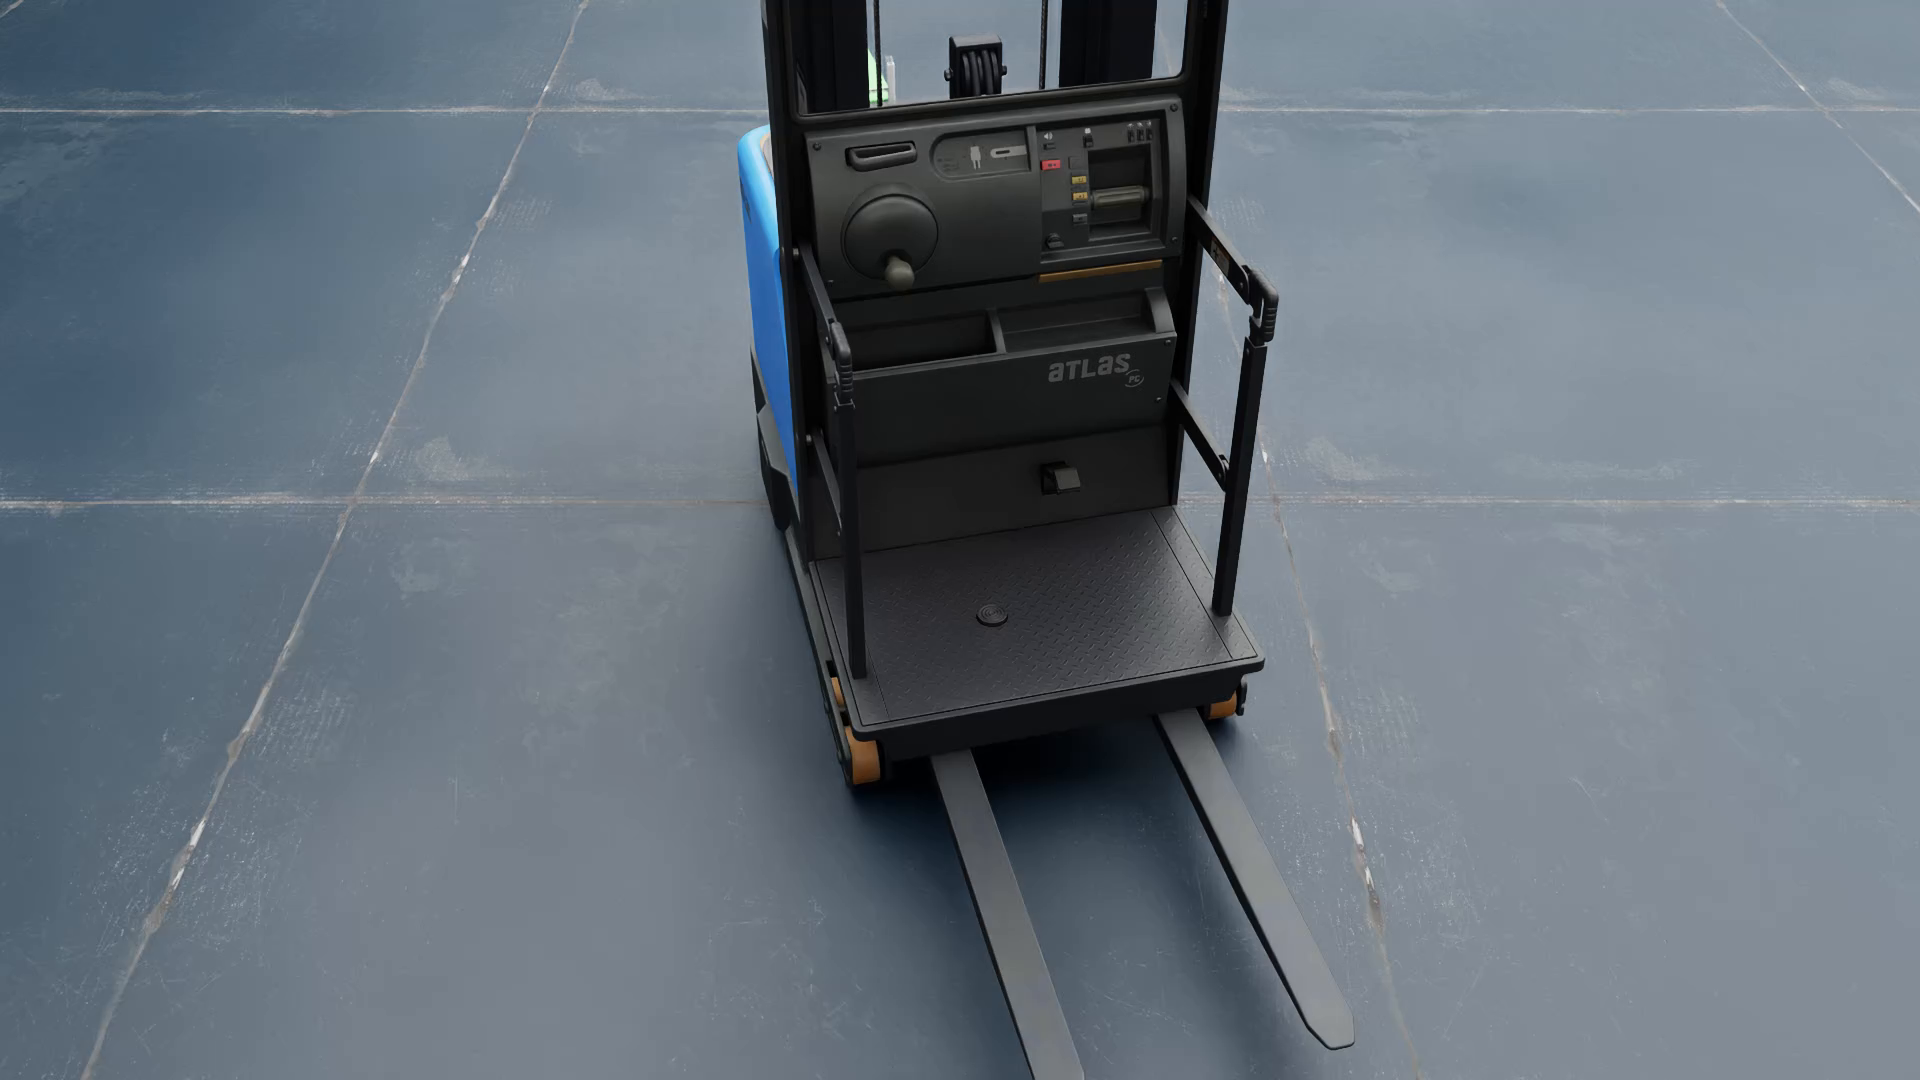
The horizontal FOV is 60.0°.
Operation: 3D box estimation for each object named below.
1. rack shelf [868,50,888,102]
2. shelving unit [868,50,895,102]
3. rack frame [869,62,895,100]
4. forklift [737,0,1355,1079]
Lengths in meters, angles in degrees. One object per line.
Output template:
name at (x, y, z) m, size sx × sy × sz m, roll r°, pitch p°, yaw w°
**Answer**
rack shelf at (-0.383, -1.476, 5.467) m, size 0.258 × 0.148 × 0.480 m, roll -9°, pitch 40°, yaw -11°
shelving unit at (-0.383, -1.152, 5.728) m, size 0.258 × 1.200 × 0.503 m, roll -9°, pitch 40°, yaw -11°
rack frame at (-0.324, -1.004, 5.543) m, size 0.240 × 1.200 × 0.015 m, roll -9°, pitch 40°, yaw -11°
forklift at (0.153, -0.761, 3.856) m, size 1.130 × 2.935 × 3.031 m, roll -9°, pitch 40°, yaw -11°
